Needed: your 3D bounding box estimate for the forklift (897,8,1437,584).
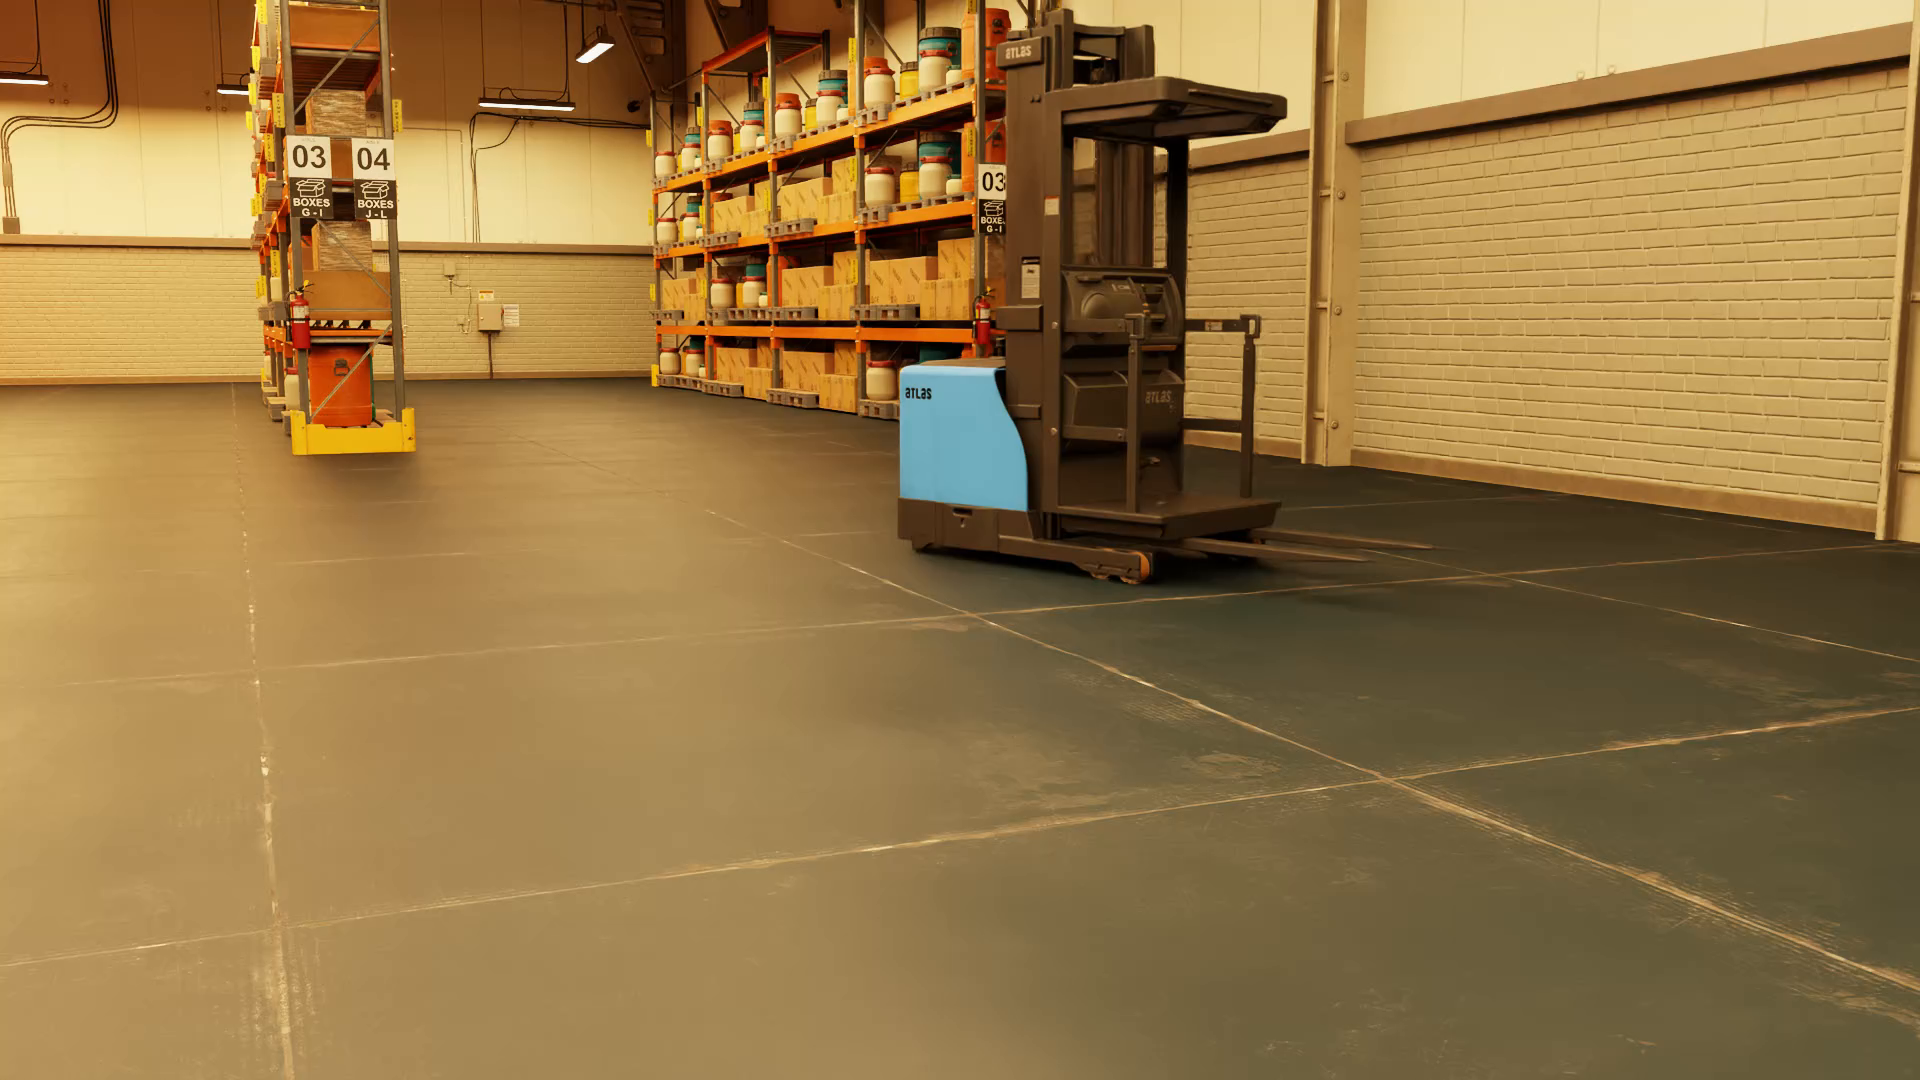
[{"bbox_3d":[1.036,-1.305,8.835,3.031,2.935,1.130,7,11,44],"label":"forklift"}]
